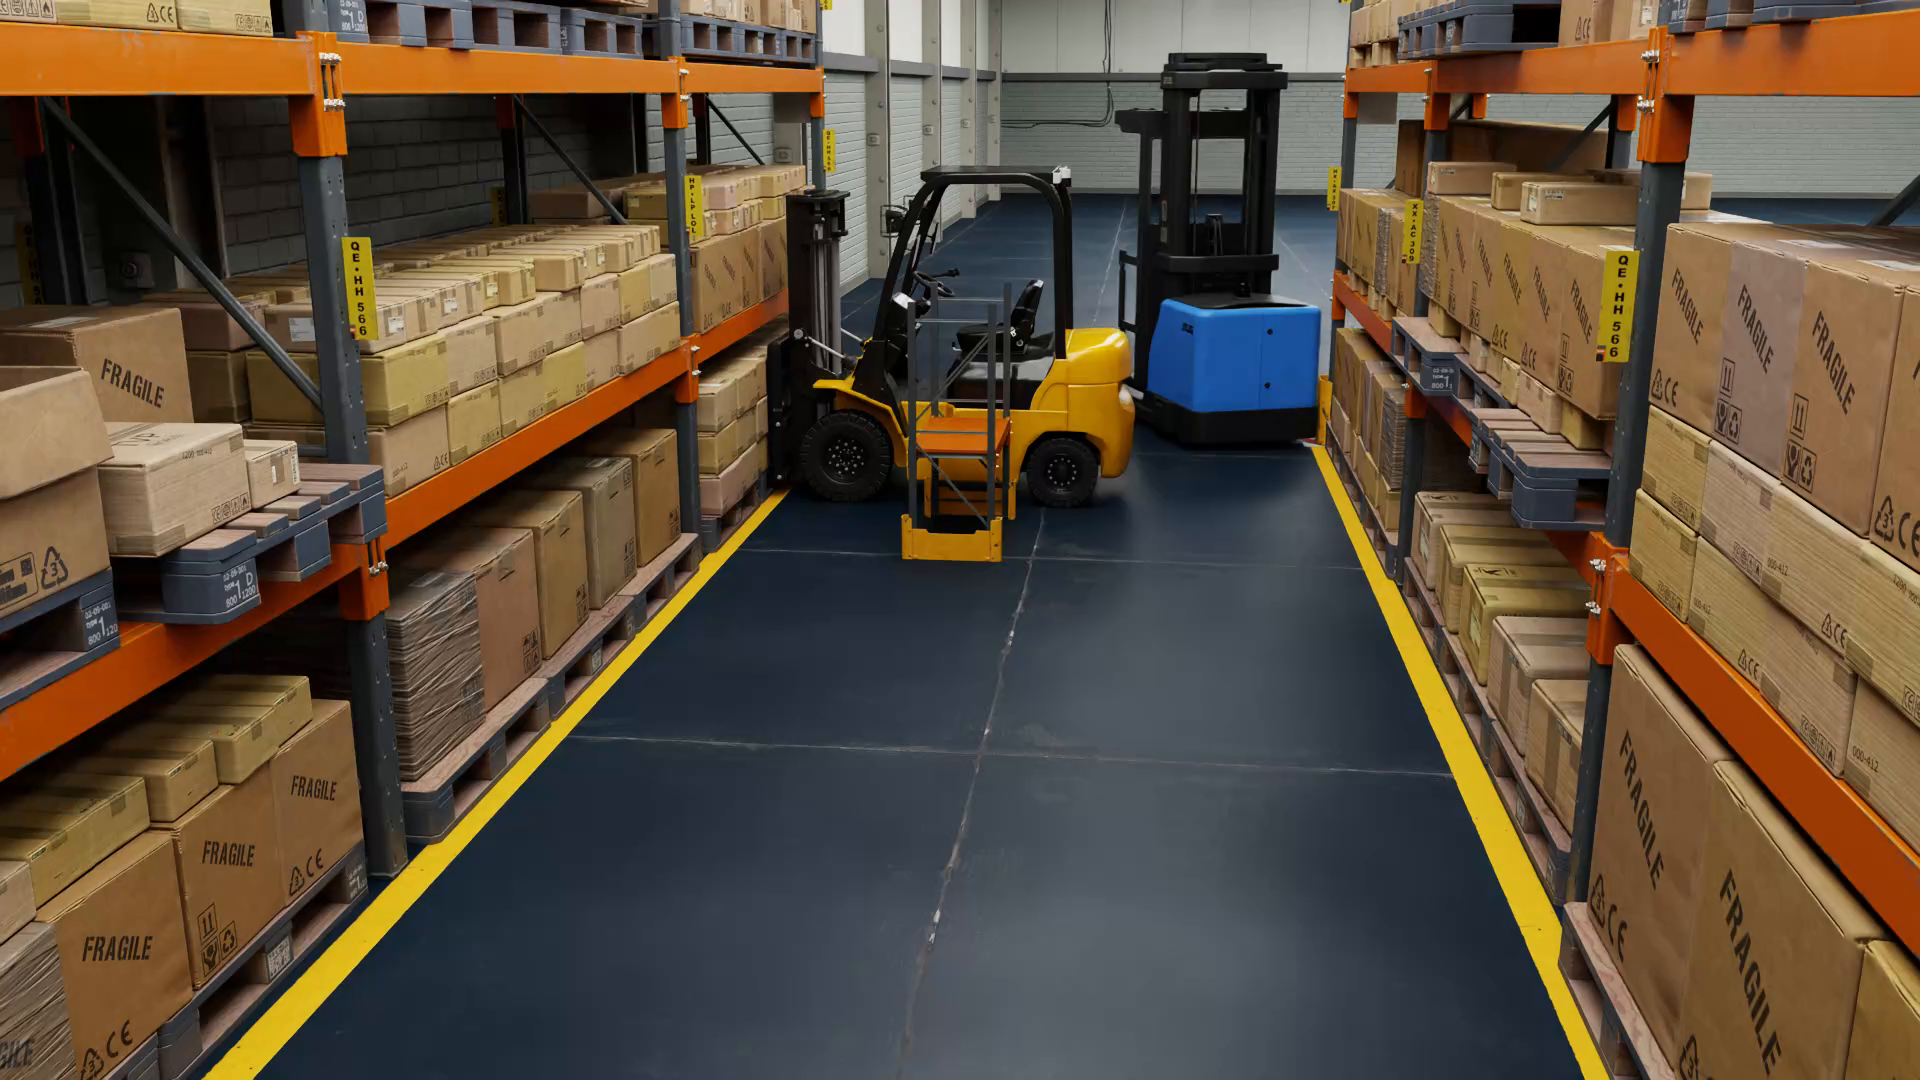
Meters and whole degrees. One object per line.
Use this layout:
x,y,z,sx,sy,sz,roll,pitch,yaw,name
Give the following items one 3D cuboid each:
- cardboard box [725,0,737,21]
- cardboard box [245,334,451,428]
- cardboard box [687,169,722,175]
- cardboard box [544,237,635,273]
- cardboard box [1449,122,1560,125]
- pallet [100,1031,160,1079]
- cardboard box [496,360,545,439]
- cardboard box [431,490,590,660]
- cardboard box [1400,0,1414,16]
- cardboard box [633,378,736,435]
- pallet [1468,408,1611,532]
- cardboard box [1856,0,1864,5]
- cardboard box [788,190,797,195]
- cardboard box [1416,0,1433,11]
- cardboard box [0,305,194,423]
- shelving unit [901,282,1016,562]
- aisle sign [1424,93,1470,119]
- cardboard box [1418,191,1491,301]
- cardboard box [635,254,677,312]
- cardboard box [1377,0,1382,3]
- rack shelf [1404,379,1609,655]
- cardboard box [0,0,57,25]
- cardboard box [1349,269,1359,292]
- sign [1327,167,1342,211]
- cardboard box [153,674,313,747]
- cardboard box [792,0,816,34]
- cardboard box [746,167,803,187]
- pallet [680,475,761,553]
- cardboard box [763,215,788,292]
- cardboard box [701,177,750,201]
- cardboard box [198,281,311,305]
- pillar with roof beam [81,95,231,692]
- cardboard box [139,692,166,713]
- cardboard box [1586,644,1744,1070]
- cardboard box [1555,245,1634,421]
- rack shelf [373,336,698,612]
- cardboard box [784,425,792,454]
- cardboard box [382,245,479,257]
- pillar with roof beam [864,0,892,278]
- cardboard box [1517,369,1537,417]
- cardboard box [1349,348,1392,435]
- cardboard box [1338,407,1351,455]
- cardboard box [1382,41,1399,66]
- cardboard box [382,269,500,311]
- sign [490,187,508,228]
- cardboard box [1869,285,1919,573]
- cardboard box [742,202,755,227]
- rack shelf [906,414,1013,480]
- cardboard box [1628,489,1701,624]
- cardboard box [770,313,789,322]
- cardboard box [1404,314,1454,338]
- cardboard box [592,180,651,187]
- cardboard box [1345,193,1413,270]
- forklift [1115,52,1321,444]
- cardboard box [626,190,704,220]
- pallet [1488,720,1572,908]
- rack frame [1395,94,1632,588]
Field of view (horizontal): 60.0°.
-1.569,-3.217,10.051,0.380,0.149,0.250,2,15,8,cardboard box
-2.142,-0.571,5.857,0.500,0.250,0.500,2,15,6,cardboard box
-1.929,-2.595,12.007,0.380,0.149,0.250,2,15,7,cardboard box
-1.815,-1.397,8.149,0.380,0.149,0.250,1,15,5,cardboard box
3.515,-2.494,10.962,0.700,0.500,0.500,2,15,6,cardboard box
-2.722,1.559,3.992,1.003,0.211,1.213,2,15,6,pallet
-2.054,-0.595,6.902,0.500,0.250,0.500,1,15,4,cardboard box
-2.234,0.143,7.632,0.875,0.625,0.625,1,15,4,cardboard box
2.762,-2.960,9.333,0.500,0.250,0.500,1,15,5,cardboard box
-1.642,-0.807,9.947,0.500,0.250,0.500,1,15,5,cardboard box
2.447,-0.245,5.690,1.213,0.211,1.003,2,15,6,pallet
2.677,-1.553,4.894,0.380,0.149,0.250,2,15,6,cardboard box
-1.407,-2.500,12.229,0.380,0.149,0.250,2,15,7,cardboard box
2.460,-2.626,7.863,0.500,0.250,0.500,1,15,5,cardboard box
-2.673,-0.417,4.962,0.500,0.500,0.500,2,15,9,cardboard box
0.009,-0.744,10.039,0.587,1.500,1.083,2,15,6,shelving unit
3.670,-3.487,12.331,0.394,0.787,0.004,2,15,6,aisle sign
2.586,-1.469,8.281,0.500,0.500,0.500,2,15,8,cardboard box
-1.810,-1.367,8.799,0.500,0.250,0.500,1,15,5,cardboard box
2.884,-3.526,10.662,0.380,0.149,0.250,2,15,8,cardboard box
2.698,-0.321,6.982,1.077,0.370,4.000,2,15,6,rack shelf
-2.389,-1.270,3.654,0.500,0.250,0.500,2,15,6,cardboard box
2.932,-1.825,11.645,0.380,0.149,0.250,2,15,7,cardboard box
2.836,-2.659,12.589,0.100,0.325,0.005,2,15,6,sign
-2.264,0.531,5.192,0.380,0.149,0.250,1,15,4,cardboard box
-1.365,-3.995,12.256,0.500,0.500,0.500,2,15,8,cardboard box
-1.385,-2.711,12.437,0.380,0.149,0.250,2,15,6,cardboard box
-1.877,-0.191,10.466,1.003,0.211,1.213,2,15,6,pallet
-1.477,-2.016,11.678,0.500,0.500,0.500,1,15,5,cardboard box
-1.601,-2.313,10.965,0.380,0.149,0.250,2,15,6,cardboard box
-2.616,-0.883,6.248,0.380,0.149,0.250,2,15,6,cardboard box
1.069,-3.429,5.603,9.100,9.000,0.400,2,15,6,pillar with roof beam
-2.786,0.810,5.404,0.500,0.500,0.500,2,15,8,cardboard box
2.312,0.850,4.539,0.875,0.875,0.875,2,15,6,cardboard box
2.248,-0.670,5.329,0.500,0.500,0.500,1,15,5,cardboard box
-2.234,-0.466,7.519,1.077,0.370,4.000,2,15,6,rack shelf
-1.464,-0.721,11.544,0.500,0.250,0.500,2,15,8,cardboard box
-2.458,-1.280,7.715,0.380,0.149,0.250,2,15,6,cardboard box
3.100,-8.097,22.868,9.100,9.000,0.400,2,15,6,pillar with roof beam
2.254,-0.527,6.040,0.380,0.149,0.250,1,15,4,cardboard box
2.888,-0.989,11.100,0.500,0.500,0.500,2,15,7,cardboard box
2.944,-0.767,11.715,0.500,0.250,0.500,2,15,8,cardboard box
2.884,-3.070,10.504,0.380,0.149,0.250,1,15,5,cardboard box
-2.083,-1.001,6.684,0.380,0.149,0.250,2,15,7,cardboard box
-2.560,-1.805,9.279,0.100,0.325,0.005,2,15,6,sign
1.993,-0.167,2.925,0.500,0.500,0.500,2,15,7,cardboard box
-1.538,-2.100,10.747,0.380,0.149,0.250,1,15,4,cardboard box
0.010,-0.572,10.095,0.538,0.185,1.000,2,15,6,rack shelf
2.167,0.042,4.547,0.500,0.250,0.500,1,15,5,cardboard box
-1.299,-1.599,12.878,0.500,0.250,0.500,2,15,8,cardboard box
2.657,-1.158,9.180,0.380,0.149,0.250,2,15,6,cardboard box
-2.171,-2.196,10.531,0.380,0.149,0.250,1,15,5,cardboard box
2.991,-2.167,11.670,0.500,0.500,0.500,2,15,8,cardboard box
1.907,-2.484,13.734,1.130,2.935,3.031,-4,16,-13,forklift
-1.678,-1.911,9.480,0.380,0.149,0.250,2,15,7,cardboard box
2.562,0.994,6.083,1.003,0.211,1.213,2,15,6,pallet
2.924,-1.187,8.806,1.000,3.000,0.127,2,15,6,rack frame
